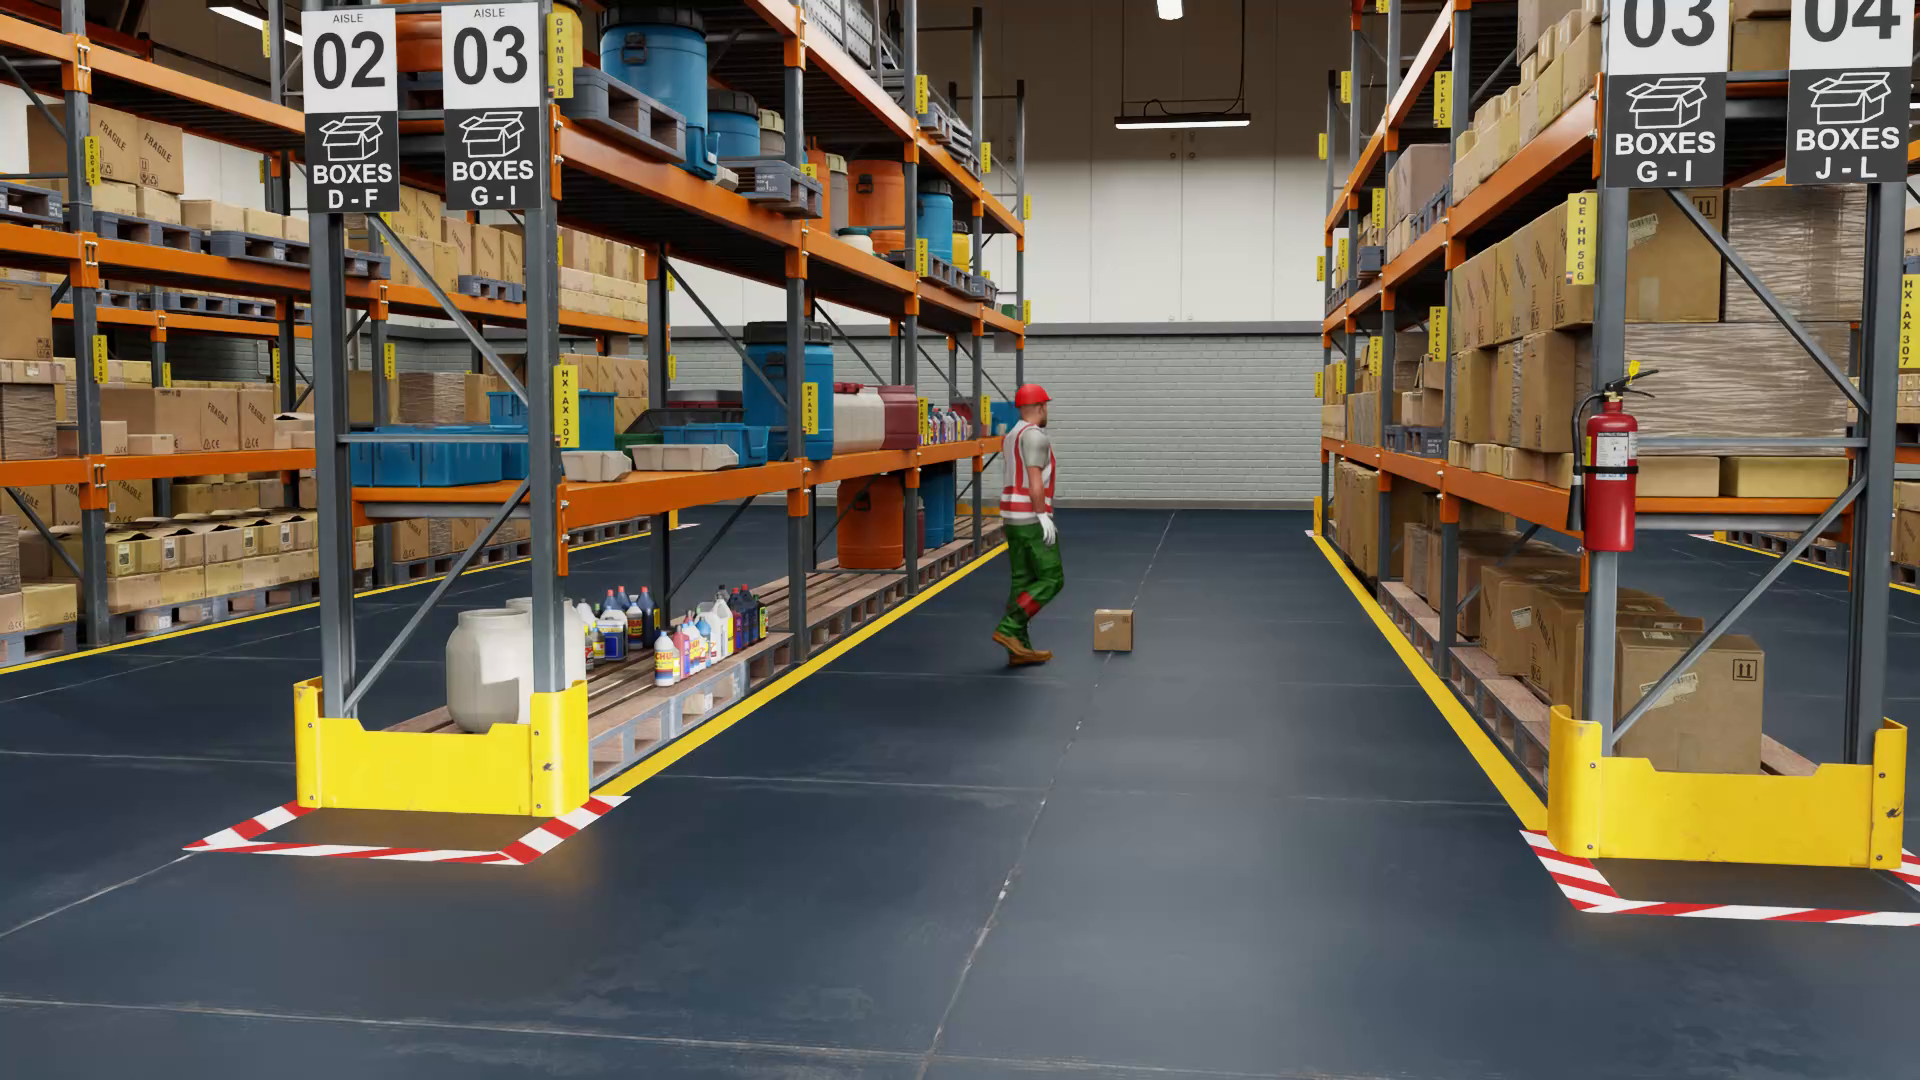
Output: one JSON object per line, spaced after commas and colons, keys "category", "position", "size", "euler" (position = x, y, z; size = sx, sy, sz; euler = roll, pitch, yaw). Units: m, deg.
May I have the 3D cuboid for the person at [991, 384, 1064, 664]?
{"category": "person", "position": [0.394, -0.100, 10.581], "size": [0.493, 1.786, 0.596], "euler": [-1, 5, -16]}
